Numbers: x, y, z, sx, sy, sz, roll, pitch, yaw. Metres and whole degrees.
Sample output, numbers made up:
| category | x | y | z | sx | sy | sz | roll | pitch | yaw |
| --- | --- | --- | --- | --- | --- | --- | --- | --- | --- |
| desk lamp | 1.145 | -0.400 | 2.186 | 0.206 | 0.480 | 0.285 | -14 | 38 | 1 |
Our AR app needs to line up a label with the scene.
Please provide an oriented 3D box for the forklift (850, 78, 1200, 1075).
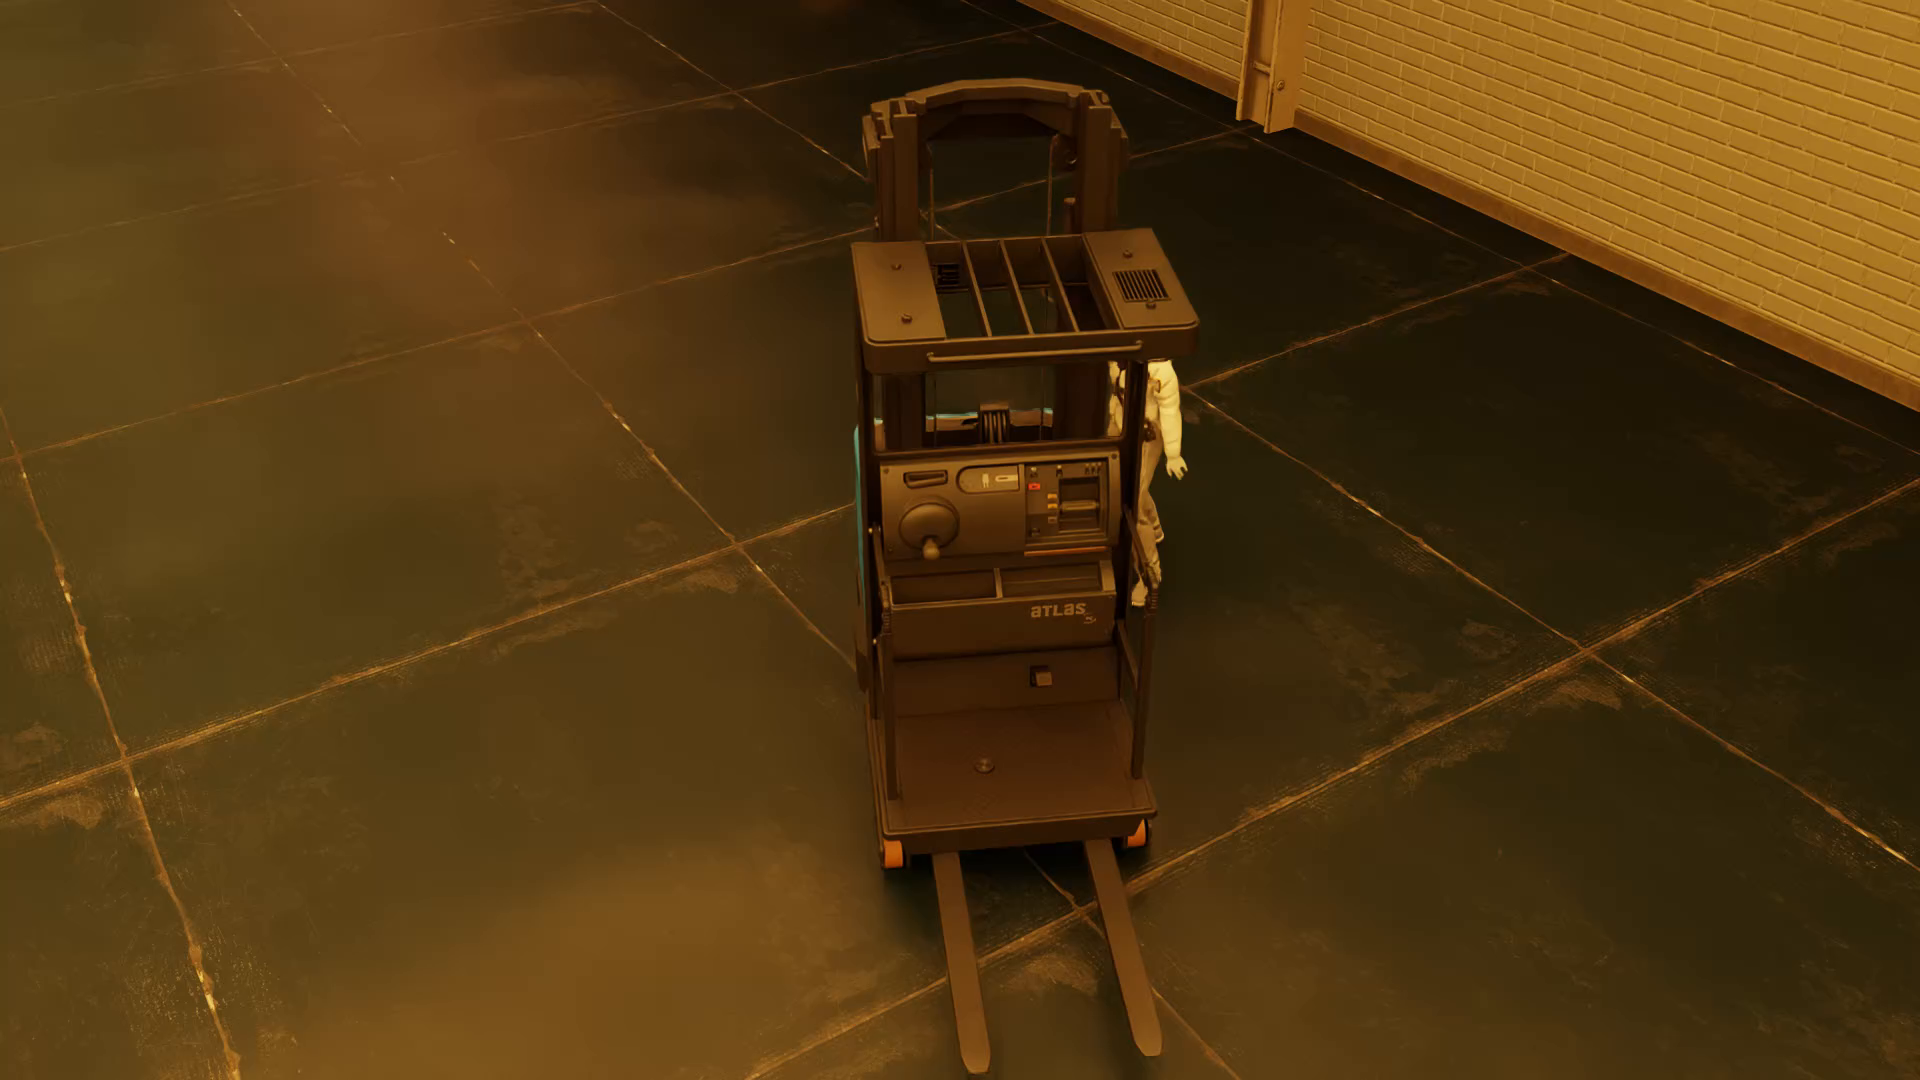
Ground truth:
| category | x | y | z | sx | sy | sz | roll | pitch | yaw |
| --- | --- | --- | --- | --- | --- | --- | --- | --- | --- |
| forklift | 0.187 | -0.072 | 6.250 | 1.130 | 2.935 | 3.031 | -4 | 35 | -6 |

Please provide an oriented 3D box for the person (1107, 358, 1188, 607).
| category | x | y | z | sx | sy | sz | roll | pitch | yaw |
| --- | --- | --- | --- | --- | --- | --- | --- | --- | --- |
| person | 0.887 | -0.546 | 8.093 | 0.417 | 1.642 | 0.808 | -7 | 36 | -9 |
